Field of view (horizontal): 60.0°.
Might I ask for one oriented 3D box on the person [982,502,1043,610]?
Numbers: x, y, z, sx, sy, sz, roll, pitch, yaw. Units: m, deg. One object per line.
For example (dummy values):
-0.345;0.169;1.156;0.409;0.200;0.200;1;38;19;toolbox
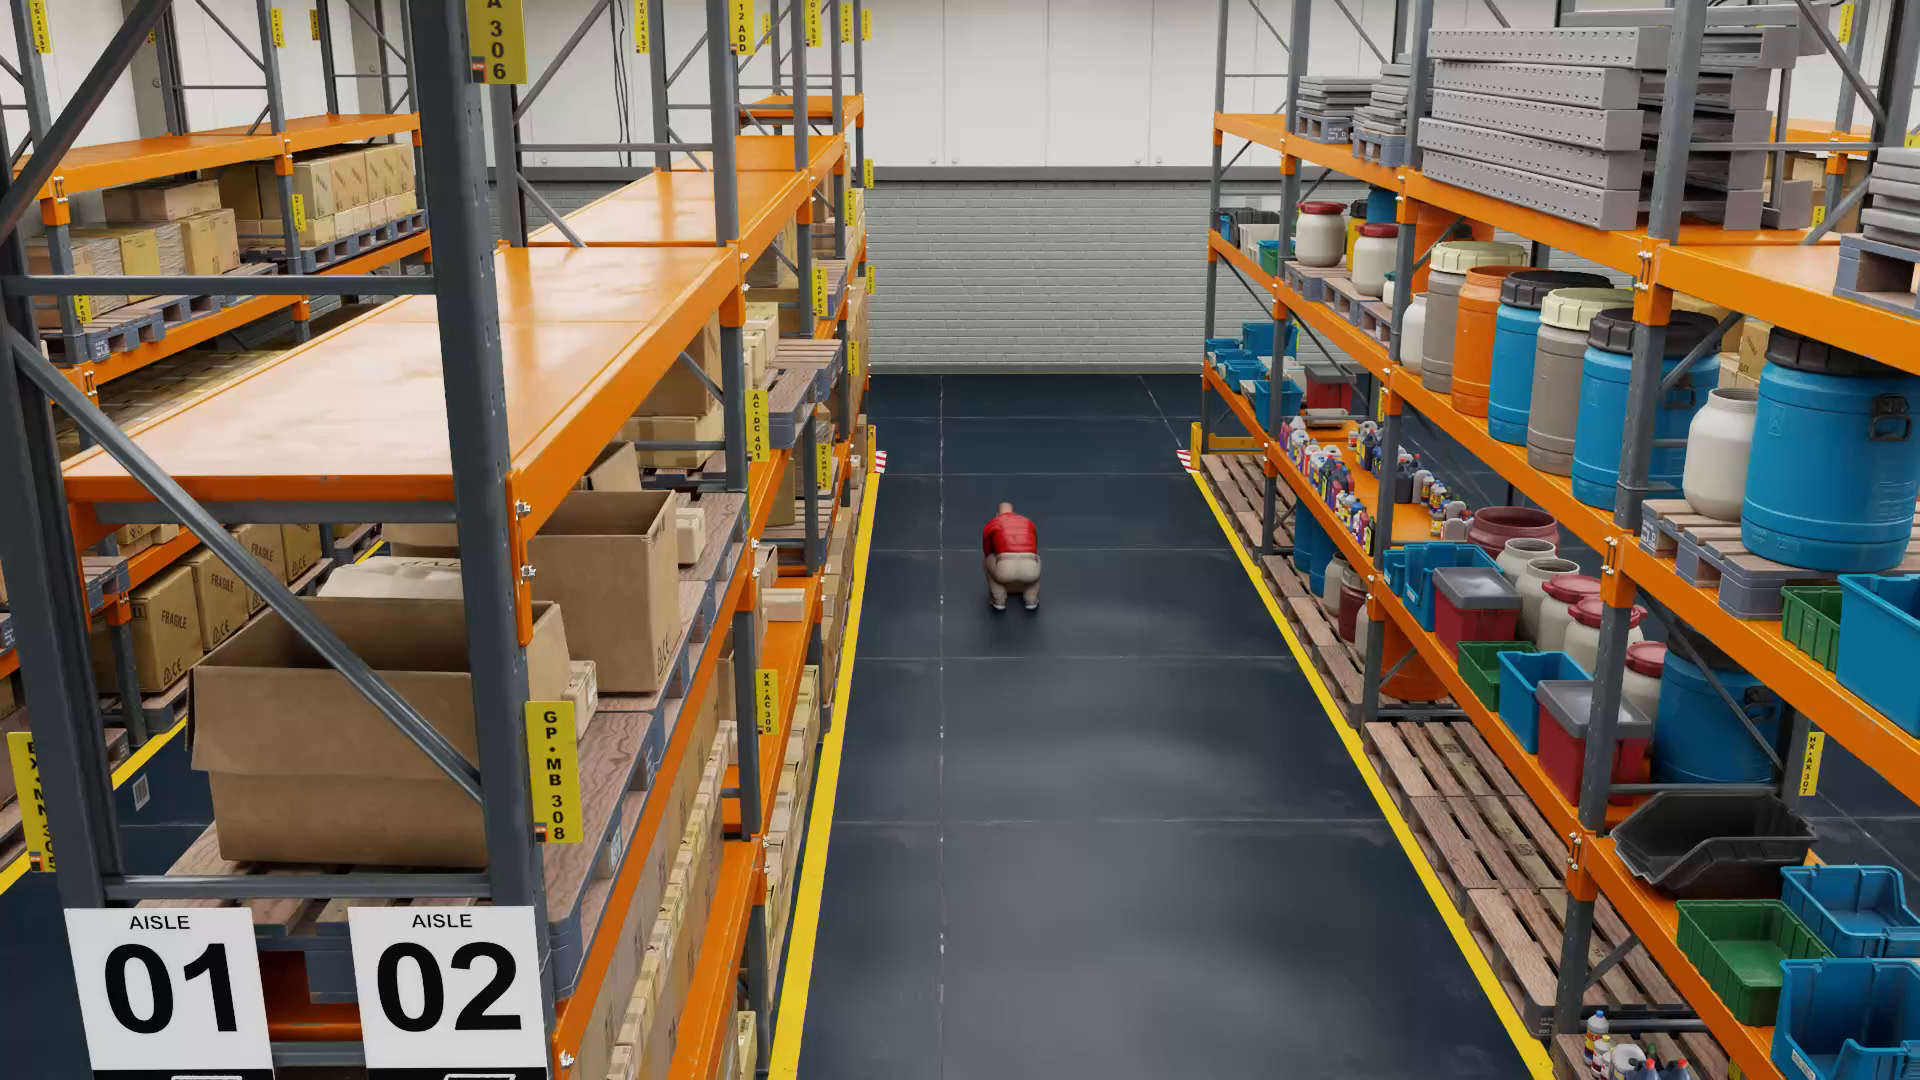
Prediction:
0.484;0.168;15.113;0.554;0.856;0.866;0;17;-1;person
